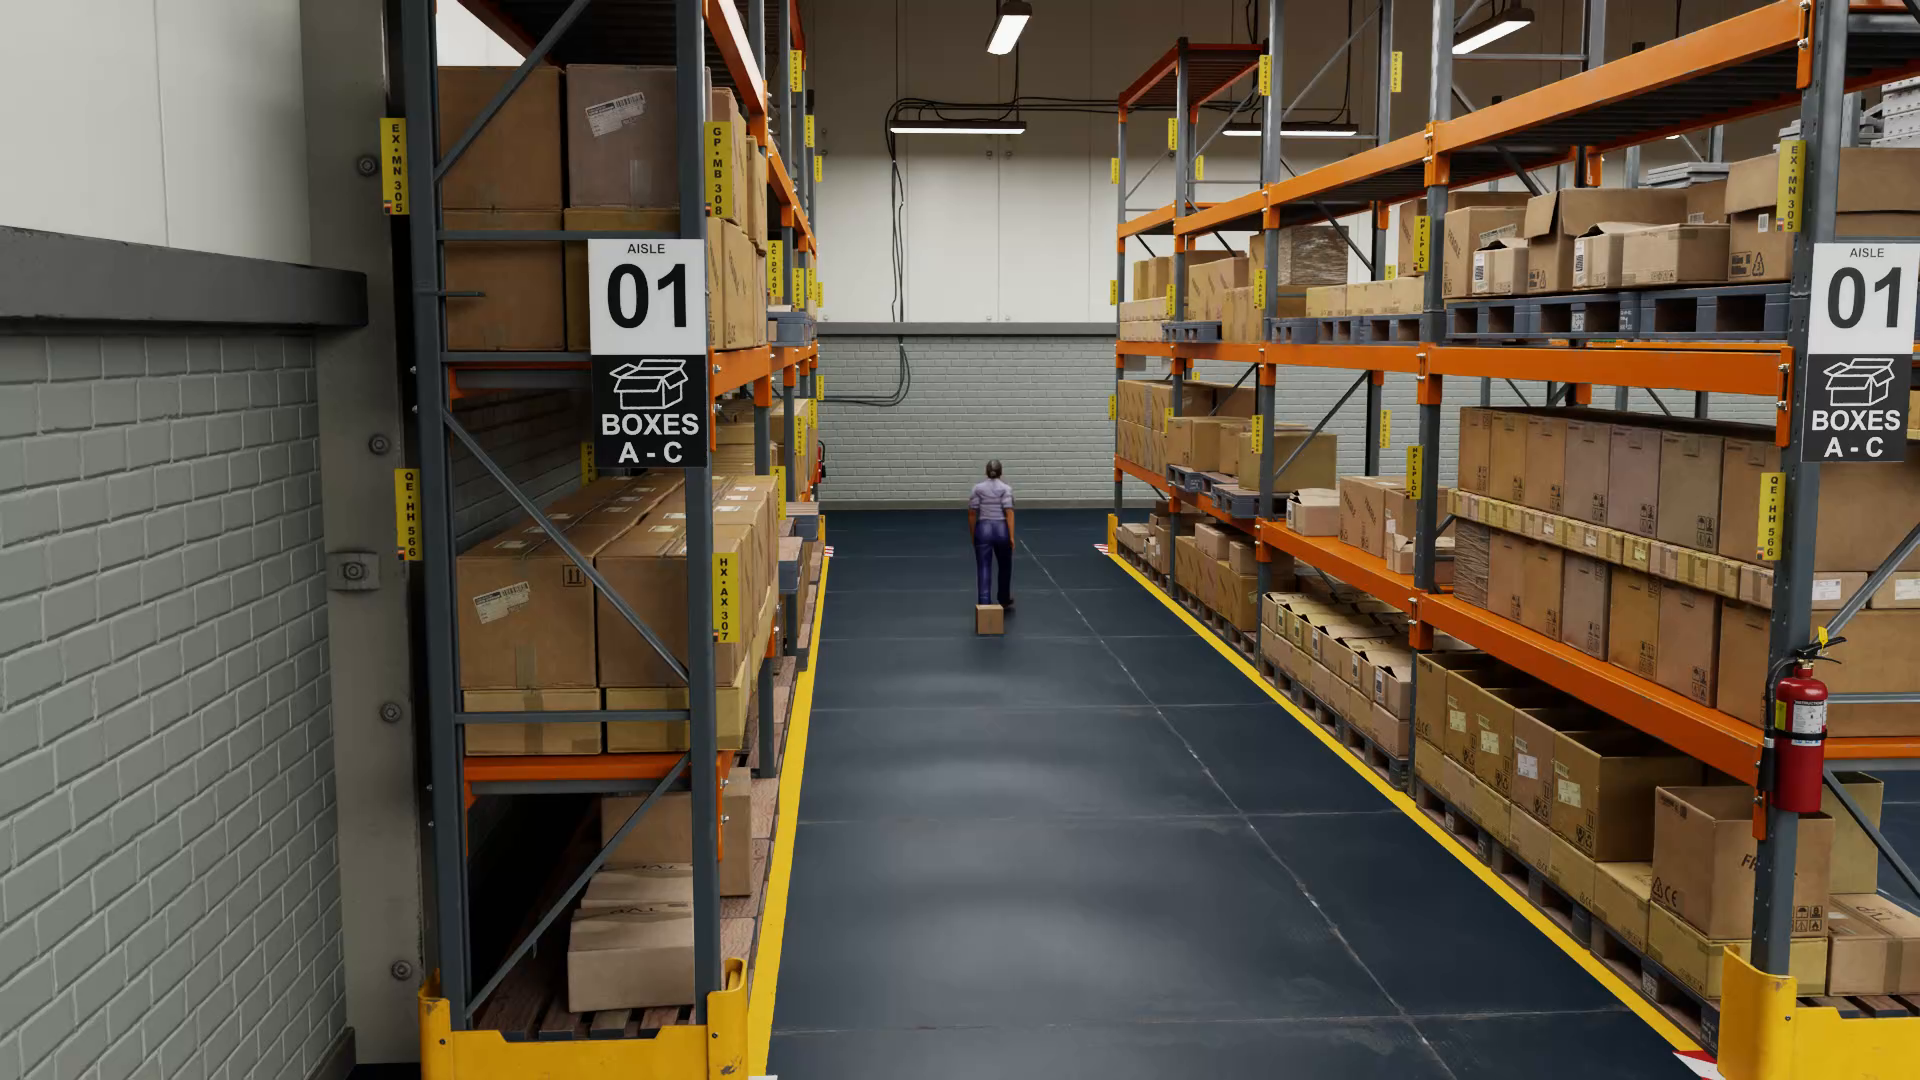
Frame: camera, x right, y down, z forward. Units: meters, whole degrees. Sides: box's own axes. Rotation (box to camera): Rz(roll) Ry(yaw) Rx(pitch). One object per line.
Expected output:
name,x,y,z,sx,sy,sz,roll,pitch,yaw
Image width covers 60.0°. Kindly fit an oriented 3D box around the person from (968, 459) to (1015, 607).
person,0.332,-0.048,17.216,0.506,1.576,1.024,1,7,6
